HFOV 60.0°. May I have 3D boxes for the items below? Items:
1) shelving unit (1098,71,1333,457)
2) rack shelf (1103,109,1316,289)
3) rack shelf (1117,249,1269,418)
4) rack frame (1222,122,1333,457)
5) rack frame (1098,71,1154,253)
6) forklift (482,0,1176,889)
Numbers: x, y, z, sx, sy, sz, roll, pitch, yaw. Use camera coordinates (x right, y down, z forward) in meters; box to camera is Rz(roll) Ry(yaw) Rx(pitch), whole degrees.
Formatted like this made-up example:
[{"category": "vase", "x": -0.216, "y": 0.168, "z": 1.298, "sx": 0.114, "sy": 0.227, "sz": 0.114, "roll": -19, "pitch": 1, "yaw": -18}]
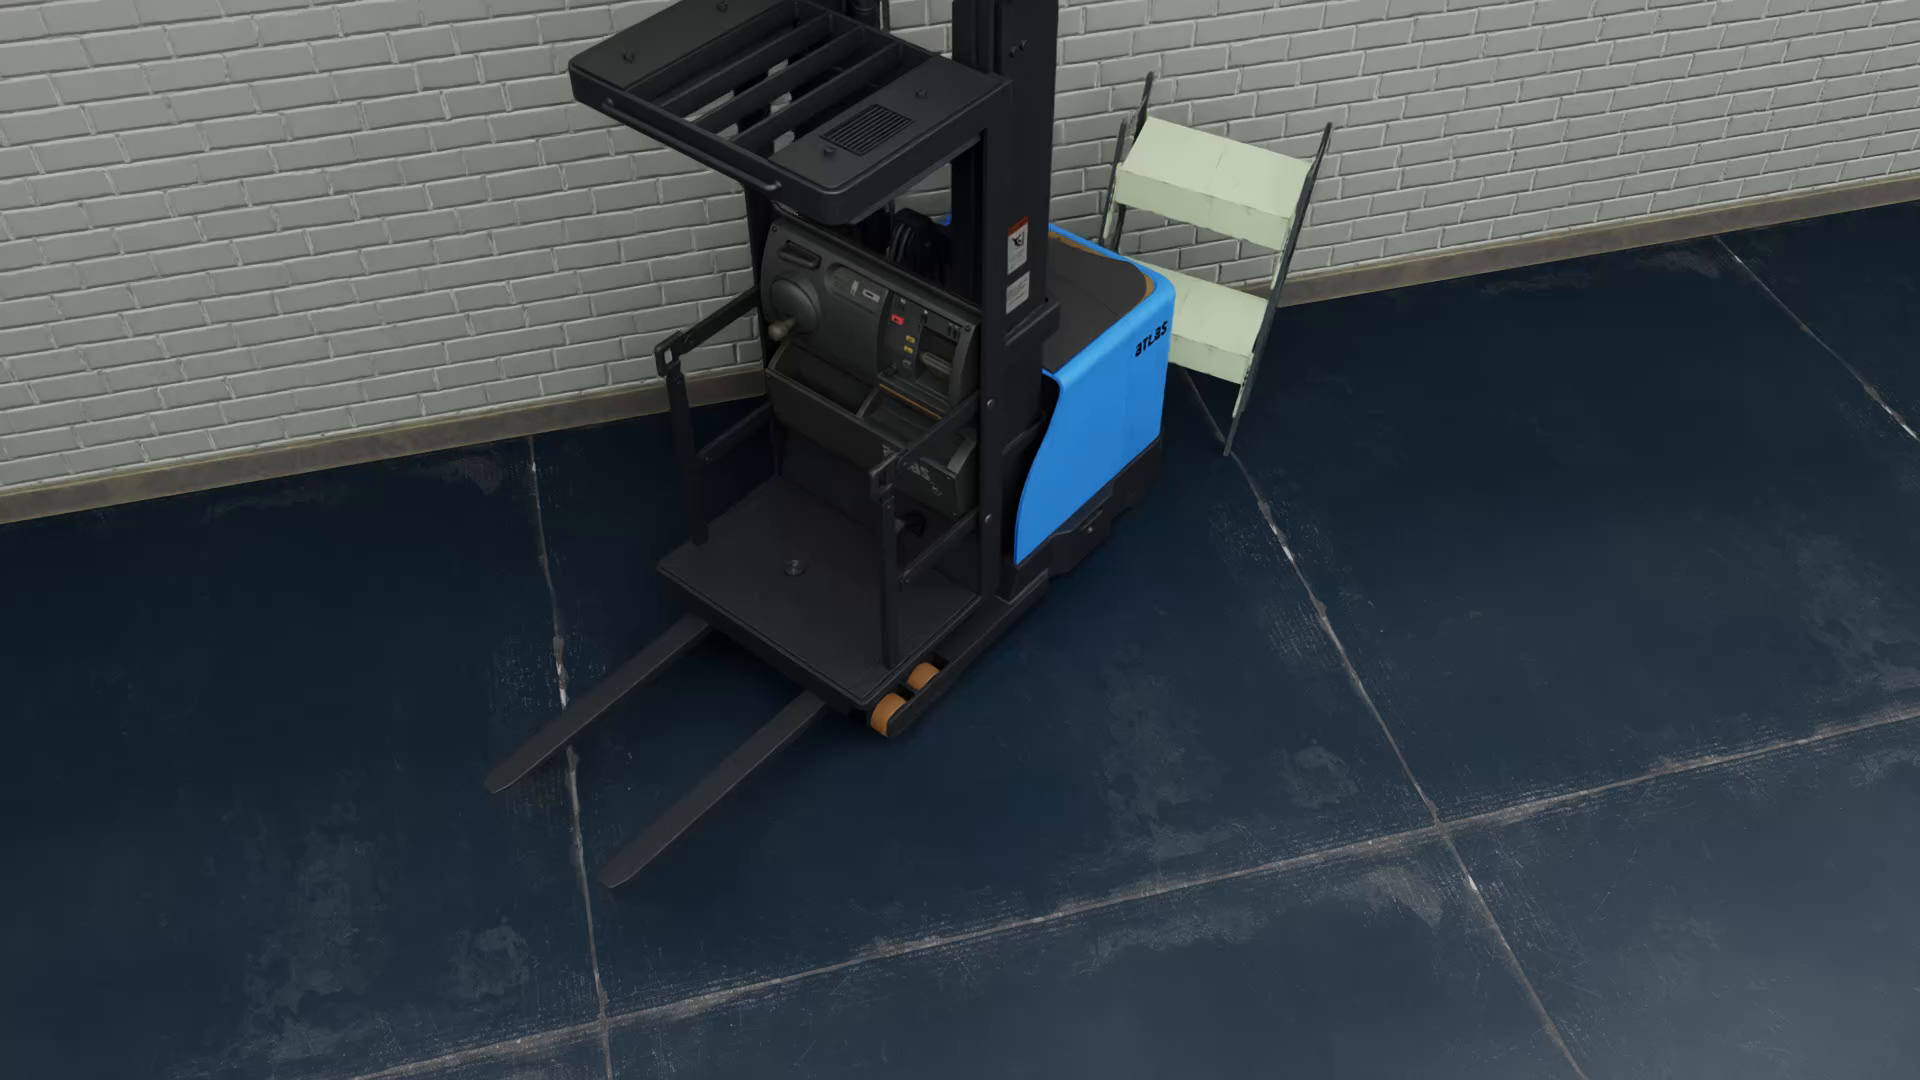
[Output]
[{"category": "shelving unit", "x": 0.969, "y": -1.118, "z": 6.992, "sx": 0.755, "sy": 1.500, "sz": 0.431, "roll": 19, "pitch": 49, "yaw": 10}, {"category": "rack shelf", "x": 1.005, "y": -1.376, "z": 6.702, "sx": 0.720, "sy": 0.370, "sz": 0.431, "roll": 19, "pitch": 49, "yaw": 10}, {"category": "rack shelf", "x": 0.939, "y": -0.903, "z": 7.235, "sx": 0.720, "sy": 0.370, "sz": 0.431, "roll": 19, "pitch": 49, "yaw": 10}, {"category": "rack frame", "x": 1.311, "y": -1.002, "z": 6.932, "sx": 0.023, "sy": 1.500, "sz": 0.400, "roll": 19, "pitch": 49, "yaw": 10}, {"category": "rack frame", "x": 0.627, "y": -1.234, "z": 7.053, "sx": 0.023, "sy": 1.500, "sz": 0.400, "roll": 19, "pitch": 49, "yaw": 10}, {"category": "forklift", "x": -0.463, "y": -0.691, "z": 5.626, "sx": 1.130, "sy": 2.935, "sz": 3.031, "roll": 30, "pitch": 53, "yaw": 26}]
